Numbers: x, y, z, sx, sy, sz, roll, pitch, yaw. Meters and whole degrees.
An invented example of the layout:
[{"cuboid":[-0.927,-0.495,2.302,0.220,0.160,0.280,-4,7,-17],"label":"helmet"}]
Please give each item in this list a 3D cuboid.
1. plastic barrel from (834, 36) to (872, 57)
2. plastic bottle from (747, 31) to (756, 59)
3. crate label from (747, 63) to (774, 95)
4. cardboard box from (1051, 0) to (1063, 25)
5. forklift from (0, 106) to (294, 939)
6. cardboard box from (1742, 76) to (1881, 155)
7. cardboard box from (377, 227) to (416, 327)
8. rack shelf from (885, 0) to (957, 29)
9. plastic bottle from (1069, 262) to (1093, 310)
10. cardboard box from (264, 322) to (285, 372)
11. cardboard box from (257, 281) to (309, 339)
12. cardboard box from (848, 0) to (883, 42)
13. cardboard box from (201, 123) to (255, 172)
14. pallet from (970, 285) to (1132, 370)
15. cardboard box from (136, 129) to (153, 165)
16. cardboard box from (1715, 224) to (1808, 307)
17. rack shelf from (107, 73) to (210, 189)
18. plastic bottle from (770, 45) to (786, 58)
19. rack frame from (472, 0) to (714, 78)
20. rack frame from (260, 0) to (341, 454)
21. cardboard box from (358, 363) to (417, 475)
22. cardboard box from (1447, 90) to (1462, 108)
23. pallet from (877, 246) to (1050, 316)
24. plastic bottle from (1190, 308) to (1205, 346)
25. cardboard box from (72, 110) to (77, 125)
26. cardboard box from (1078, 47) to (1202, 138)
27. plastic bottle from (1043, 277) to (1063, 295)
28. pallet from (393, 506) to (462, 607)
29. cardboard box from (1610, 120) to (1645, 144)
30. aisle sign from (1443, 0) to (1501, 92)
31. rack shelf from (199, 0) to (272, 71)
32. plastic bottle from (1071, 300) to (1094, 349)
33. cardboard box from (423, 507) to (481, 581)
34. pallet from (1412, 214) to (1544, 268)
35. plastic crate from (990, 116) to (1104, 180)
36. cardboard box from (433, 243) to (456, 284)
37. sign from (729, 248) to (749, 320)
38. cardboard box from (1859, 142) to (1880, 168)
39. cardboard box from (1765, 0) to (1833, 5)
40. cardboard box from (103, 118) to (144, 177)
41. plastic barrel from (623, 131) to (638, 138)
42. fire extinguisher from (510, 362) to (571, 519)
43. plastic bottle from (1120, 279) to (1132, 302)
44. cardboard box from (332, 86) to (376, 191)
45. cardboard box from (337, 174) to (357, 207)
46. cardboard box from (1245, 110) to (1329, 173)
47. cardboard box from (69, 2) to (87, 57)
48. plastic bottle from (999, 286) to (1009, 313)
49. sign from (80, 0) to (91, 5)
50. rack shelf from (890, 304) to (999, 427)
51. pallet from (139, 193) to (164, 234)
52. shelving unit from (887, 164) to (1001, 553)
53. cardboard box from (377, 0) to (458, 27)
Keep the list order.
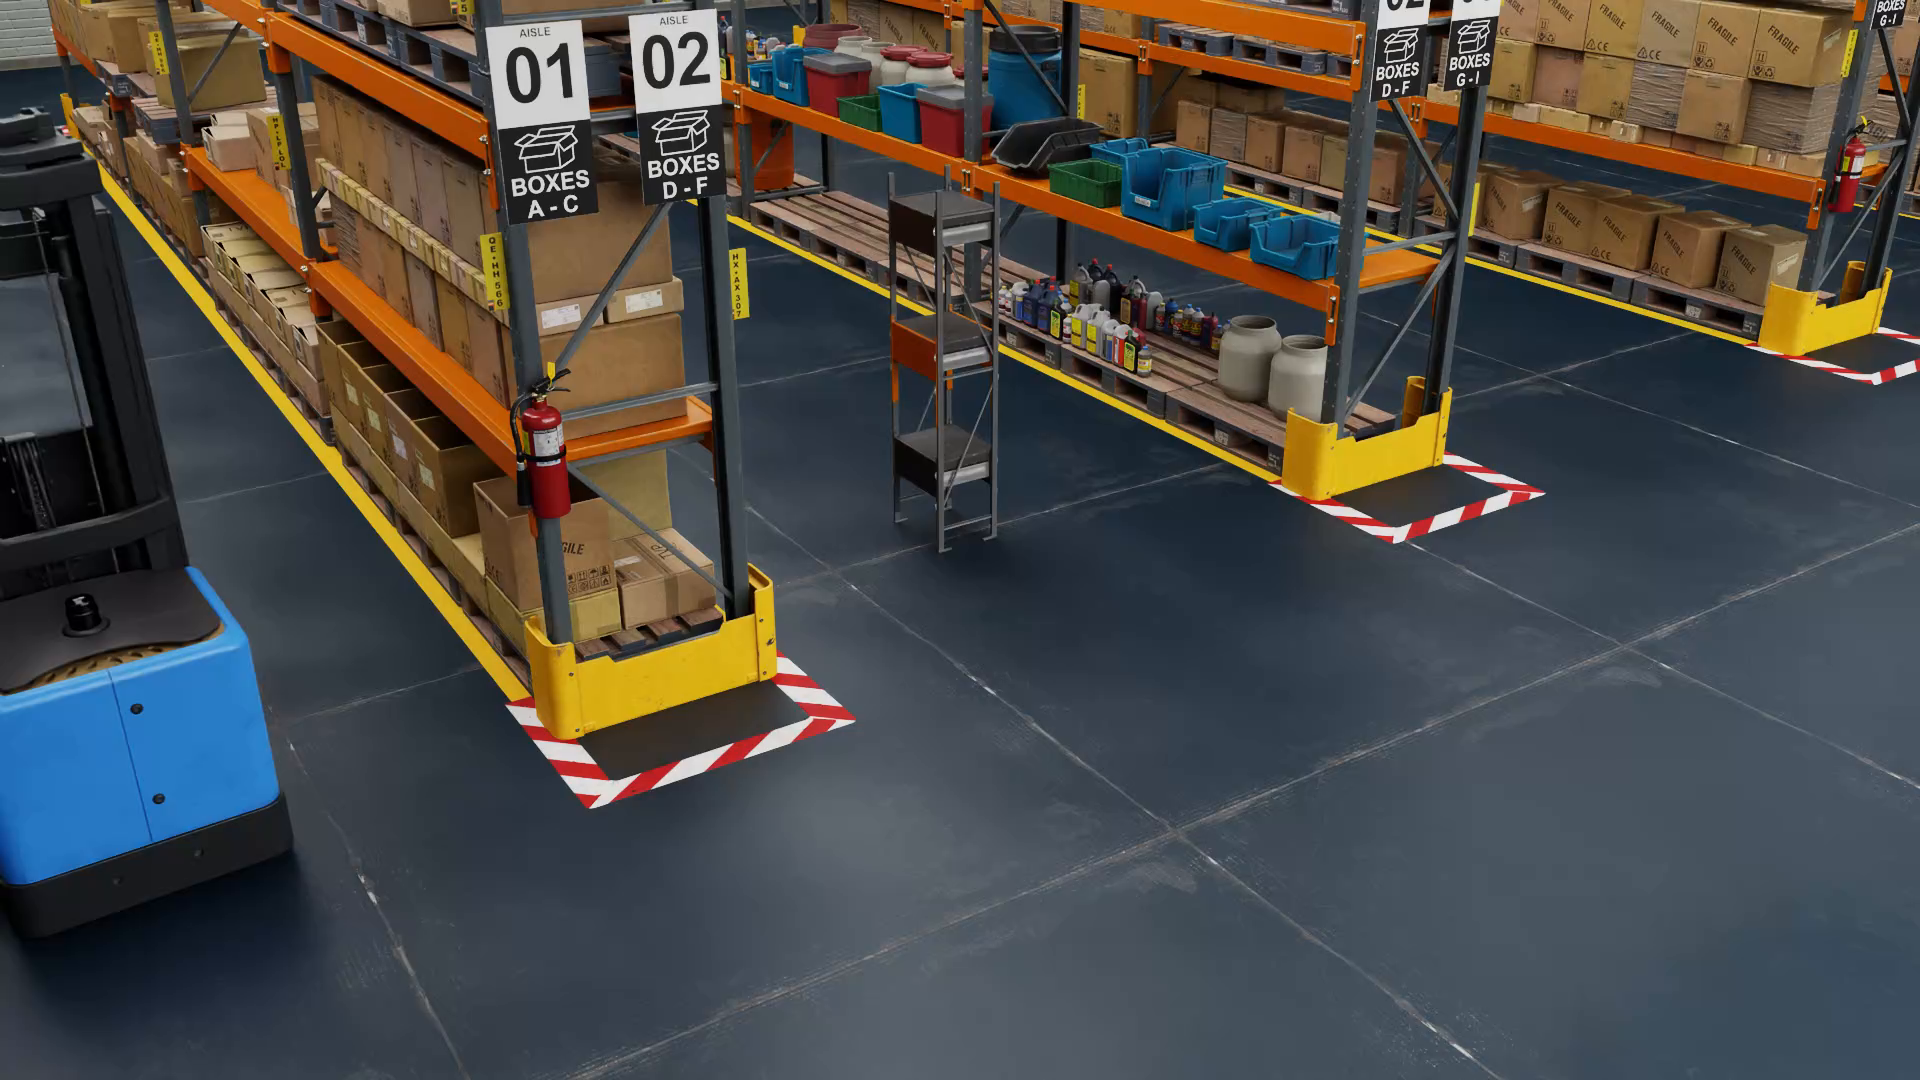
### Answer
[{"cuboid":[-0.962,-4.363,15.347,0.421,0.512,0.421,0,25,0],"label":"plastic barrel"},{"cuboid":[-2.159,-5.146,17.288,0.097,0.271,0.097,0,25,0],"label":"plastic bottle"},{"cuboid":[-1.786,-4.317,15.577,0.303,0.233,0.416,-16,29,-30],"label":"crate label"},{"cuboid":[1.417,-6.313,19.493,0.500,0.500,0.500,-17,30,-31],"label":"cardboard box"},{"cuboid":[-4.052,-0.371,7.102,1.130,2.935,3.031,-18,30,-33],"label":"forklift"},{"cuboid":[6.538,-3.306,12.774,0.875,0.500,0.500,-16,29,-30],"label":"cardboard box"},{"cuboid":[-2.859,-1.567,9.439,0.700,0.500,0.500,-15,29,-29],"label":"cardboard box"},{"cuboid":[-0.828,-7.605,23.190,1.077,0.370,4.000,-16,29,-30],"label":"rack shelf"},{"cuboid":[0.954,-2.004,13.069,0.144,0.351,0.185,-16,29,-30],"label":"plastic bottle"},{"cuboid":[-4.694,-1.438,12.012,0.500,0.250,0.500,-15,29,-28],"label":"cardboard box"},{"cuboid":[-4.692,-1.689,11.885,0.500,0.311,0.500,-16,29,-30],"label":"cardboard box"},{"cuboid":[-1.006,-7.339,23.781,0.875,0.875,0.875,-16,29,-30],"label":"cardboard box"},{"cuboid":[-5.528,-3.072,12.848,0.500,0.311,0.500,-16,30,-30],"label":"cardboard box"},{"cuboid":[0.813,-1.689,13.080,1.003,0.211,1.213,-16,29,-30],"label":"pallet"},{"cuboid":[-7.432,-3.728,15.668,0.500,0.250,0.500,-15,29,-29],"label":"cardboard box"},{"cuboid":[6.488,-2.210,13.354,0.500,0.500,0.500,-10,27,-20],"label":"cardboard box"},{"cuboid":[-6.946,-3.868,15.272,1.077,0.370,4.000,-16,29,-30],"label":"rack shelf"},{"cuboid":[-1.795,-4.769,16.484,0.152,0.276,0.135,-16,29,-30],"label":"plastic bottle"},{"cuboid":[-1.487,-3.329,6.261,1.000,3.000,0.127,-16,29,-30],"label":"rack frame"},{"cuboid":[-3.671,-2.047,10.572,1.000,3.000,0.127,-16,29,-30],"label":"rack frame"},{"cuboid":[-3.134,-0.736,9.646,0.500,0.500,0.500,-16,29,-30],"label":"cardboard box"},{"cuboid":[4.622,-4.001,15.006,0.380,0.149,0.250,-16,29,-30],"label":"cardboard box"},{"cuboid":[0.020,-2.211,14.186,1.003,0.211,1.213,-16,29,-30],"label":"pallet"},{"cuboid":[1.749,-1.578,12.259,0.097,0.271,0.097,0,25,0],"label":"plastic bottle"},{"cuboid":[-10.281,-5.019,19.692,0.380,0.149,0.250,-16,29,-30],"label":"cardboard box"},{"cuboid":[2.088,-5.266,19.387,1.225,0.875,0.875,-17,30,-32],"label":"cardboard box"},{"cuboid":[0.695,-1.849,12.741,0.144,0.351,0.185,-16,29,-30],"label":"plastic bottle"},{"cuboid":[-2.602,-0.055,9.619,1.003,0.211,1.213,-16,29,-30],"label":"pallet"},{"cuboid":[5.579,-3.376,13.681,0.380,0.149,0.250,-16,29,-30],"label":"cardboard box"},{"cuboid":[2.950,-2.987,9.519,0.394,0.787,0.004,-16,29,-30],"label":"aisle sign"},{"cuboid":[-4.763,-3.793,11.601,1.077,0.370,4.000,-16,29,-30],"label":"rack shelf"},{"cuboid":[0.909,-1.596,12.204,0.144,0.351,0.185,-16,30,-30],"label":"plastic bottle"},{"cuboid":[-2.585,-0.040,9.050,0.500,0.250,0.500,-16,29,-30],"label":"cardboard box"},{"cuboid":[5.027,-2.861,15.563,1.003,0.211,1.213,-16,29,-30],"label":"pallet"},{"cuboid":[0.661,-2.955,12.568,0.767,0.338,0.504,-16,29,-30],"label":"plastic crate"},{"cuboid":[-2.418,-1.416,8.359,0.380,0.149,0.250,-15,29,-28],"label":"cardboard box"},{"cuboid":[-1.019,-1.171,7.609,0.100,0.325,0.005,-16,29,-30],"label":"sign"},{"cuboid":[6.859,-2.967,12.816,0.380,0.149,0.250,-16,29,-30],"label":"cardboard box"},{"cuboid":[6.476,-3.996,13.064,0.500,0.500,0.500,-16,29,-30],"label":"cardboard box"},{"cuboid":[-8.587,-4.114,17.365,0.500,0.500,0.500,-16,29,-30],"label":"cardboard box"},{"cuboid":[-3.603,-5.104,19.013,0.600,0.901,0.708,-16,29,-30],"label":"plastic barrel"},{"cuboid":[-1.812,-0.431,7.239,0.296,0.674,0.183,-16,29,-30],"label":"fire extinguisher"},{"cuboid":[1.303,-1.890,12.906,0.061,0.283,0.133,-13,28,-26],"label":"plastic bottle"},{"cuboid":[-3.146,-2.341,9.558,0.700,0.500,0.500,-16,29,-30],"label":"cardboard box"},{"cuboid":[-3.407,-2.062,9.728,0.380,0.149,0.250,-16,30,-31],"label":"cardboard box"},{"cuboid":[3.459,-4.222,17.592,0.700,0.500,0.500,-13,28,-25],"label":"cardboard box"},{"cuboid":[-9.091,-5.440,17.642,0.500,0.500,0.500,-15,29,-28],"label":"cardboard box"},{"cuboid":[0.344,-1.881,12.983,0.097,0.201,0.097,0,25,0],"label":"plastic bottle"},{"cuboid":[-8.488,-5.170,16.175,0.100,0.325,0.005,-16,29,-30],"label":"sign"},{"cuboid":[-0.090,-0.996,9.433,0.431,0.518,0.480,-16,29,-30],"label":"rack shelf"},{"cuboid":[-7.562,-3.365,16.631,1.003,0.211,1.213,-16,29,-30],"label":"pallet"},{"cuboid":[-0.090,-1.009,9.427,0.431,2.100,0.503,-16,29,-30],"label":"shelving unit"},{"cuboid":[-2.337,-2.508,7.556,0.500,0.250,0.500,-16,29,-30],"label":"cardboard box"}]
